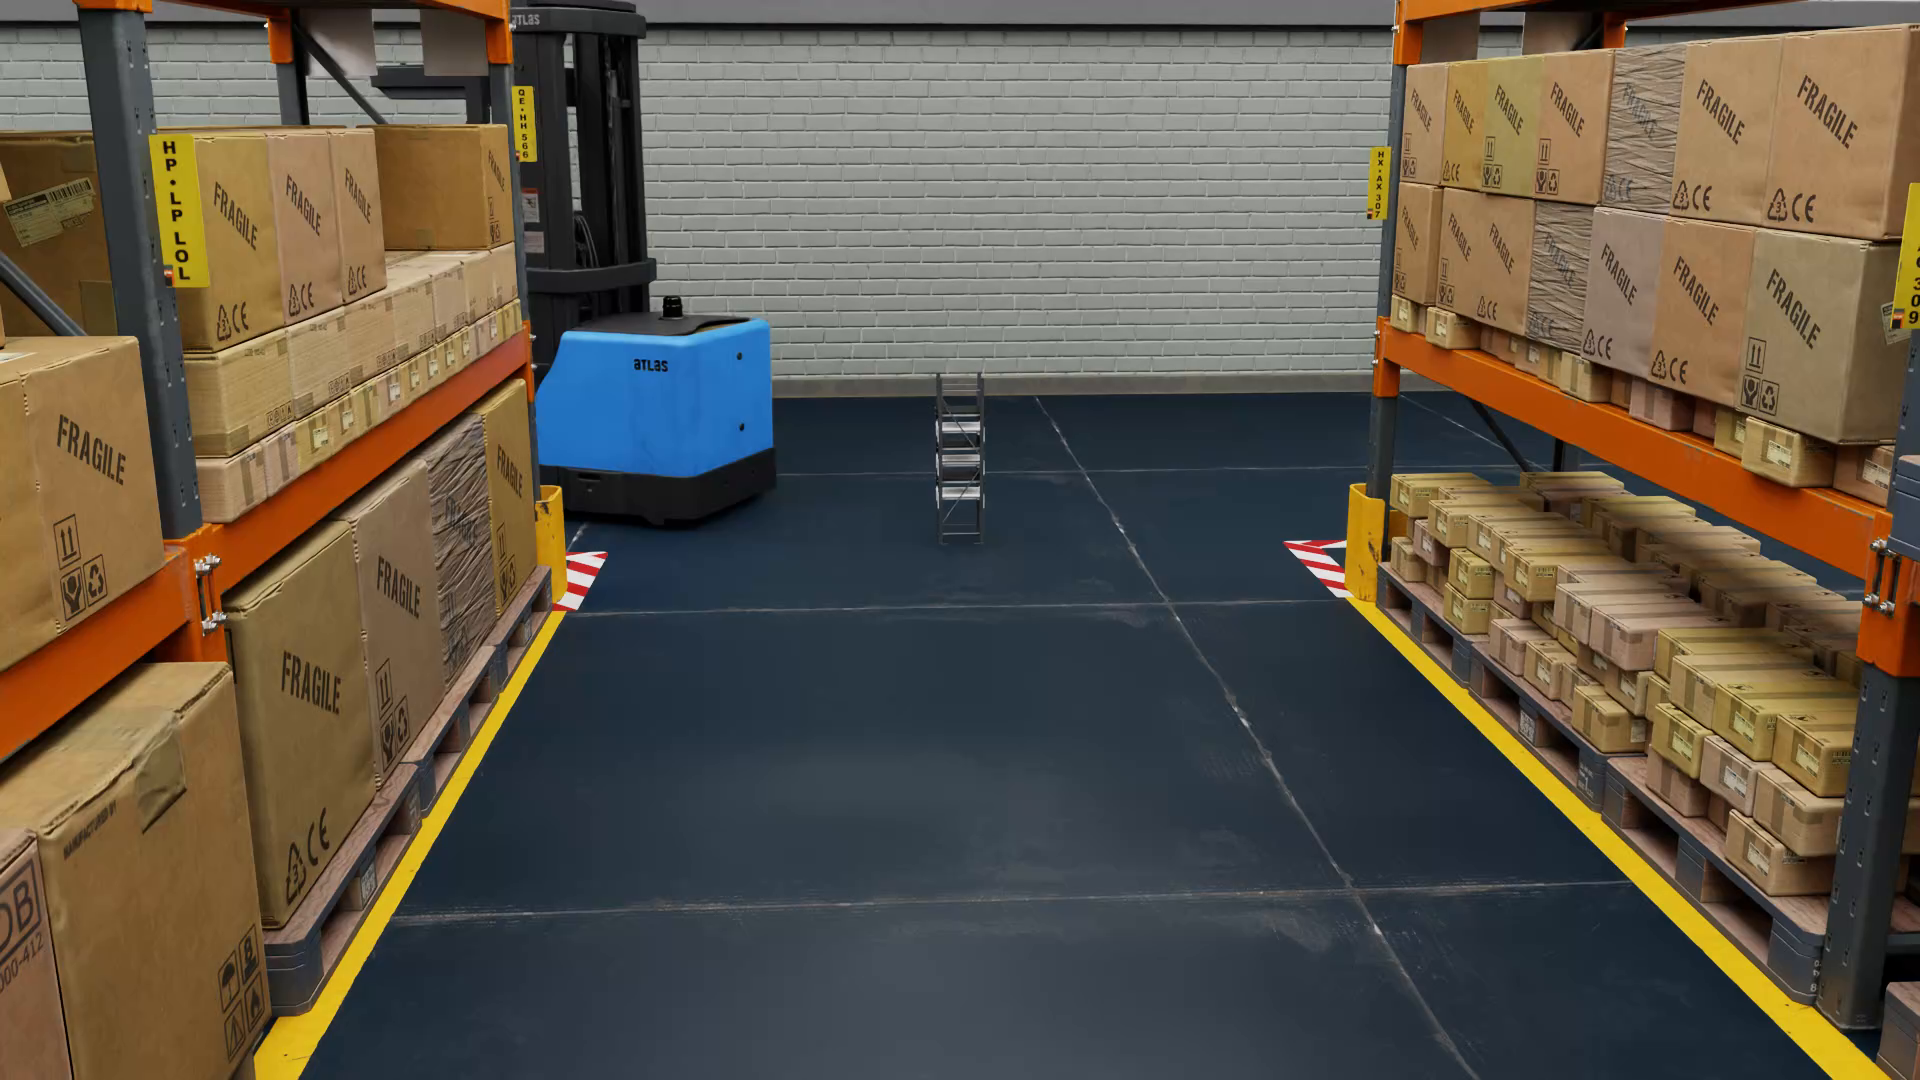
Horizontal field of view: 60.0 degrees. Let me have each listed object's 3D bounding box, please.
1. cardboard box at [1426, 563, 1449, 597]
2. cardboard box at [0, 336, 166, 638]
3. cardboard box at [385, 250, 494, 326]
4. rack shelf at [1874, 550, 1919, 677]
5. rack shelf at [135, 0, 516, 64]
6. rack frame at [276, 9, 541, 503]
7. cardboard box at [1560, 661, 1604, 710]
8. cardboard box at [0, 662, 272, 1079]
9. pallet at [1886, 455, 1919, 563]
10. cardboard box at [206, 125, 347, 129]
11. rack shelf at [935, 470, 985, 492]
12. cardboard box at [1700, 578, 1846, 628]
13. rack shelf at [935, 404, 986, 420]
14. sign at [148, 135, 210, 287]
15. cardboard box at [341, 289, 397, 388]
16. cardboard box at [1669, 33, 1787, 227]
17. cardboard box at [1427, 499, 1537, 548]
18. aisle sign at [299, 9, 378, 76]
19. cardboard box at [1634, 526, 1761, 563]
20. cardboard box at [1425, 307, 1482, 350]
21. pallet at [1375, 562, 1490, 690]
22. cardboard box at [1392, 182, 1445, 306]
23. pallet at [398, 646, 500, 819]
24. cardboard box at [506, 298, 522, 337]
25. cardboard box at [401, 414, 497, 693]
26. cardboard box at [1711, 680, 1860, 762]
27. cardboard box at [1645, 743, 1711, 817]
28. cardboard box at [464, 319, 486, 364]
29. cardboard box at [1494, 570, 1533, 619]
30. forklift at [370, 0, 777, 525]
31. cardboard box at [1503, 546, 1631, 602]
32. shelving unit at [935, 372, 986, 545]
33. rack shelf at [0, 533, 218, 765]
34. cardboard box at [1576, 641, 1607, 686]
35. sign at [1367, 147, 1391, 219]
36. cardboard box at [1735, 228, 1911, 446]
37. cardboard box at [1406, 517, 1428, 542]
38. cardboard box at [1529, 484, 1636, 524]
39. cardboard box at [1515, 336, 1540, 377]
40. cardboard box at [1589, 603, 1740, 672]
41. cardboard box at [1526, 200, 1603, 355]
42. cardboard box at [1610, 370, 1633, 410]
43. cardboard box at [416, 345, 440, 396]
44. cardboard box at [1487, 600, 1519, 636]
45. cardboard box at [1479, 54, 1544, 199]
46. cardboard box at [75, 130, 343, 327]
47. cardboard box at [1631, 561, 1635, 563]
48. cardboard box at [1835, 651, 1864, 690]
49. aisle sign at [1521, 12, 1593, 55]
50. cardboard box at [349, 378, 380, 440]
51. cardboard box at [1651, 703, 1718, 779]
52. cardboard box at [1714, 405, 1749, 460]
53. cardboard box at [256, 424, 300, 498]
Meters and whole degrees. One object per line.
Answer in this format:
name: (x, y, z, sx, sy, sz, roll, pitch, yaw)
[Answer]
cardboard box: (2.279, 0.150, 7.303, 0.380, 0.149, 0.250, -1, 14, -4)
cardboard box: (-1.940, -0.117, 3.259, 0.500, 0.500, 0.500, -1, 14, -3)
cardboard box: (-2.163, -1.004, 6.613, 0.500, 0.250, 0.500, -1, 14, -4)
rack shelf: (2.839, 0.614, 2.064, 1.077, 0.370, 4.000, -1, 14, -3)
rack shelf: (-2.365, -1.782, 5.356, 1.077, 0.370, 4.000, -1, 14, -3)
rack frame: (-2.489, -1.175, 7.574, 1.000, 3.000, 0.127, -1, 14, -3)
cardboard box: (2.338, 0.530, 5.825, 0.380, 0.149, 0.250, -1, 14, -2)
cardboard box: (-2.182, 0.804, 3.302, 1.225, 0.875, 0.875, -1, 14, -3)
pallet: (2.618, 0.053, 3.184, 1.003, 0.211, 1.213, -1, 14, -3)
cardboard box: (-2.698, -1.362, 6.499, 0.500, 0.500, 0.500, -1, 14, -5)
rack shelf: (0.000, -0.318, 8.953, 0.258, 0.077, 0.200, -1, 14, -3)
cardboard box: (2.806, 0.241, 5.753, 0.380, 0.149, 0.250, -1, 15, -6)
rack shelf: (0.000, -0.667, 8.863, 0.258, 0.077, 0.200, -1, 14, -3)
sign: (-1.700, -0.714, 3.615, 0.100, 0.325, 0.005, -1, 14, -3)
cardboard box: (-2.072, -0.625, 5.140, 0.500, 0.250, 0.500, -1, 14, -2)
cardboard box: (2.379, -1.150, 4.671, 0.500, 0.500, 0.500, -1, 14, -5)
cardboard box: (2.186, -0.070, 6.965, 0.380, 0.149, 0.250, -1, 14, -4)
aisle sign: (-2.793, -2.447, 7.301, 0.394, 0.787, 0.004, -1, 14, -3)
cardboard box: (2.880, 0.048, 6.507, 0.380, 0.149, 0.250, 0, 14, -1)
cardboard box: (2.181, -0.889, 6.965, 0.380, 0.149, 0.250, -1, 14, -5)
pallet: (2.487, 0.345, 7.260, 1.003, 0.211, 1.213, -1, 14, -3)
cardboard box: (2.220, -1.303, 7.274, 0.500, 0.500, 0.500, 0, 14, -1)
pallet: (-2.289, 0.676, 5.977, 1.003, 0.211, 1.213, -1, 14, -3)
cardboard box: (-2.138, -0.970, 7.281, 0.380, 0.149, 0.250, -1, 14, -2)
cardboard box: (-2.313, 0.035, 6.293, 0.875, 0.875, 0.875, -1, 14, -3)
cardboard box: (2.378, 0.510, 4.709, 0.380, 0.149, 0.250, -1, 14, -3)
cardboard box: (2.338, 0.723, 5.077, 0.380, 0.149, 0.250, -1, 14, -5)
cardboard box: (-2.091, -0.781, 6.544, 0.380, 0.149, 0.250, -1, 14, -2)
cardboard box: (2.327, 0.199, 6.513, 0.380, 0.149, 0.250, -2, 15, -6)
forklift: (-2.671, -1.715, 9.809, 3.031, 2.935, 1.130, 6, 16, 21)
cardboard box: (2.262, 0.125, 6.205, 0.380, 0.149, 0.250, -1, 14, -3)
shelving unit: (0.000, -0.438, 8.922, 0.258, 0.900, 0.210, -1, 14, -3)
rack shelf: (-2.117, 0.665, 1.864, 1.077, 0.370, 4.000, -1, 14, -3)
cardboard box: (2.366, 0.401, 5.731, 0.380, 0.149, 0.250, -2, 15, -6)
sign: (1.926, -1.637, 7.633, 0.100, 0.325, 0.005, -1, 14, -3)
cardboard box: (2.404, -0.540, 4.308, 0.500, 0.500, 0.500, -1, 14, -3)
cardboard box: (2.244, -0.059, 7.518, 0.380, 0.149, 0.250, 0, 14, -1)
cardboard box: (2.712, -0.146, 7.260, 0.380, 0.149, 0.250, -1, 14, -2)
cardboard box: (2.313, -0.697, 6.219, 0.380, 0.149, 0.250, -1, 14, -5)
cardboard box: (2.309, 0.317, 5.461, 0.380, 0.149, 0.250, -2, 15, -6)
cardboard box: (2.334, -0.922, 5.791, 0.500, 0.500, 0.500, -1, 14, -5)
cardboard box: (2.382, -0.503, 5.466, 0.380, 0.149, 0.250, -1, 14, -4)
cardboard box: (-2.044, -0.590, 5.803, 0.380, 0.149, 0.250, -1, 14, -2)
cardboard box: (2.318, 0.339, 6.569, 0.380, 0.149, 0.250, -1, 14, -3)
cardboard box: (2.278, -1.532, 6.158, 0.500, 0.500, 0.500, -1, 14, -5)
cardboard box: (-2.038, -0.861, 4.550, 0.500, 0.500, 0.500, -1, 14, -3)
cardboard box: (2.733, 0.131, 6.778, 0.380, 0.149, 0.250, -1, 14, -4)
cardboard box: (2.878, 0.437, 4.993, 0.380, 0.149, 0.250, -1, 14, -4)
aisle sign: (2.763, -2.508, 7.538, 0.394, 0.787, 0.004, -1, 14, -3)
cardboard box: (-1.995, -0.397, 5.054, 0.380, 0.149, 0.250, -1, 14, -4)
cardboard box: (2.315, 0.595, 4.977, 0.380, 0.149, 0.250, -1, 14, -5)
cardboard box: (2.383, -0.307, 4.705, 0.380, 0.149, 0.250, 0, 14, -1)
cardboard box: (-1.944, -0.203, 4.298, 0.380, 0.149, 0.250, -1, 14, -5)
